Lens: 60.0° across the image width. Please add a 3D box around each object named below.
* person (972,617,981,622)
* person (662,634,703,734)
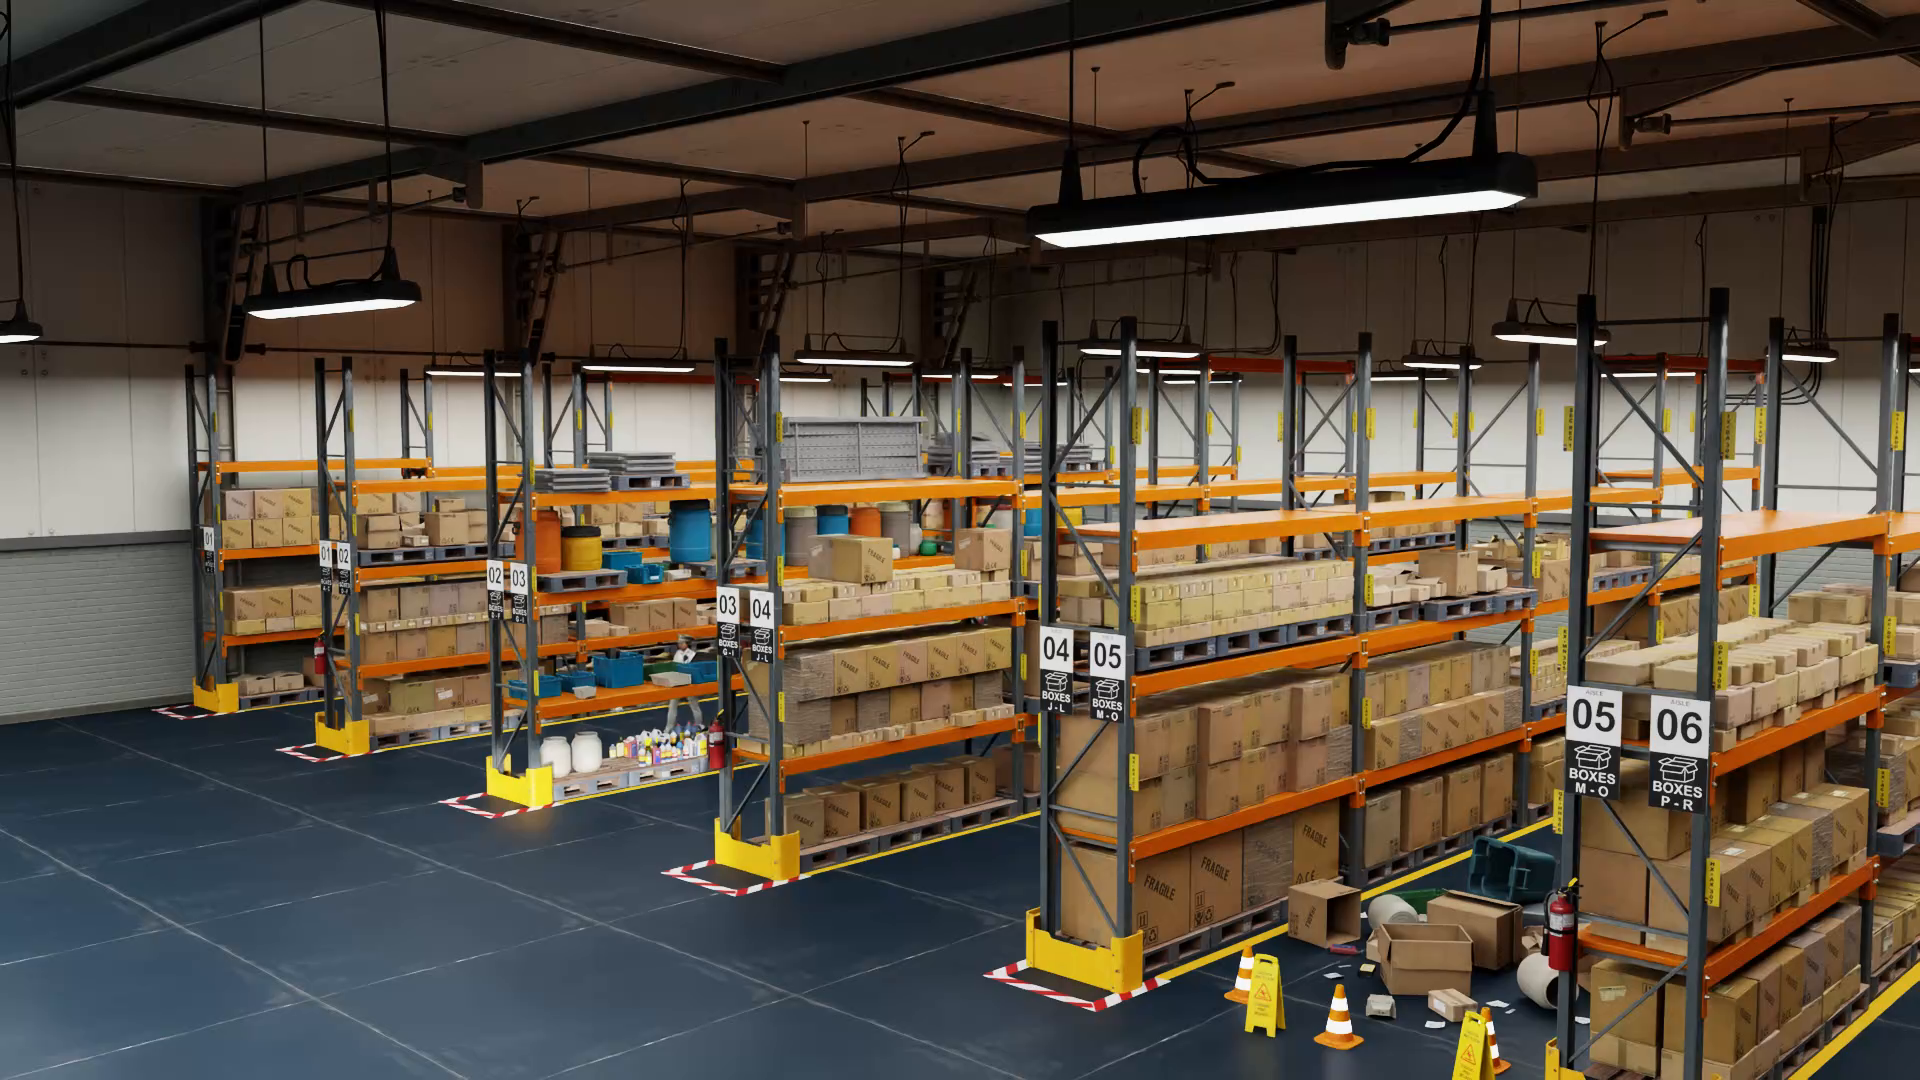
[{"bbox_3d":[0.097,1.746,33.173,1.142,1.701,0.586,-4,6,-43],"label":"person"},{"bbox_3d":[-4.400,2.312,26.386,0.506,1.654,0.828,2,5,26],"label":"person"}]
